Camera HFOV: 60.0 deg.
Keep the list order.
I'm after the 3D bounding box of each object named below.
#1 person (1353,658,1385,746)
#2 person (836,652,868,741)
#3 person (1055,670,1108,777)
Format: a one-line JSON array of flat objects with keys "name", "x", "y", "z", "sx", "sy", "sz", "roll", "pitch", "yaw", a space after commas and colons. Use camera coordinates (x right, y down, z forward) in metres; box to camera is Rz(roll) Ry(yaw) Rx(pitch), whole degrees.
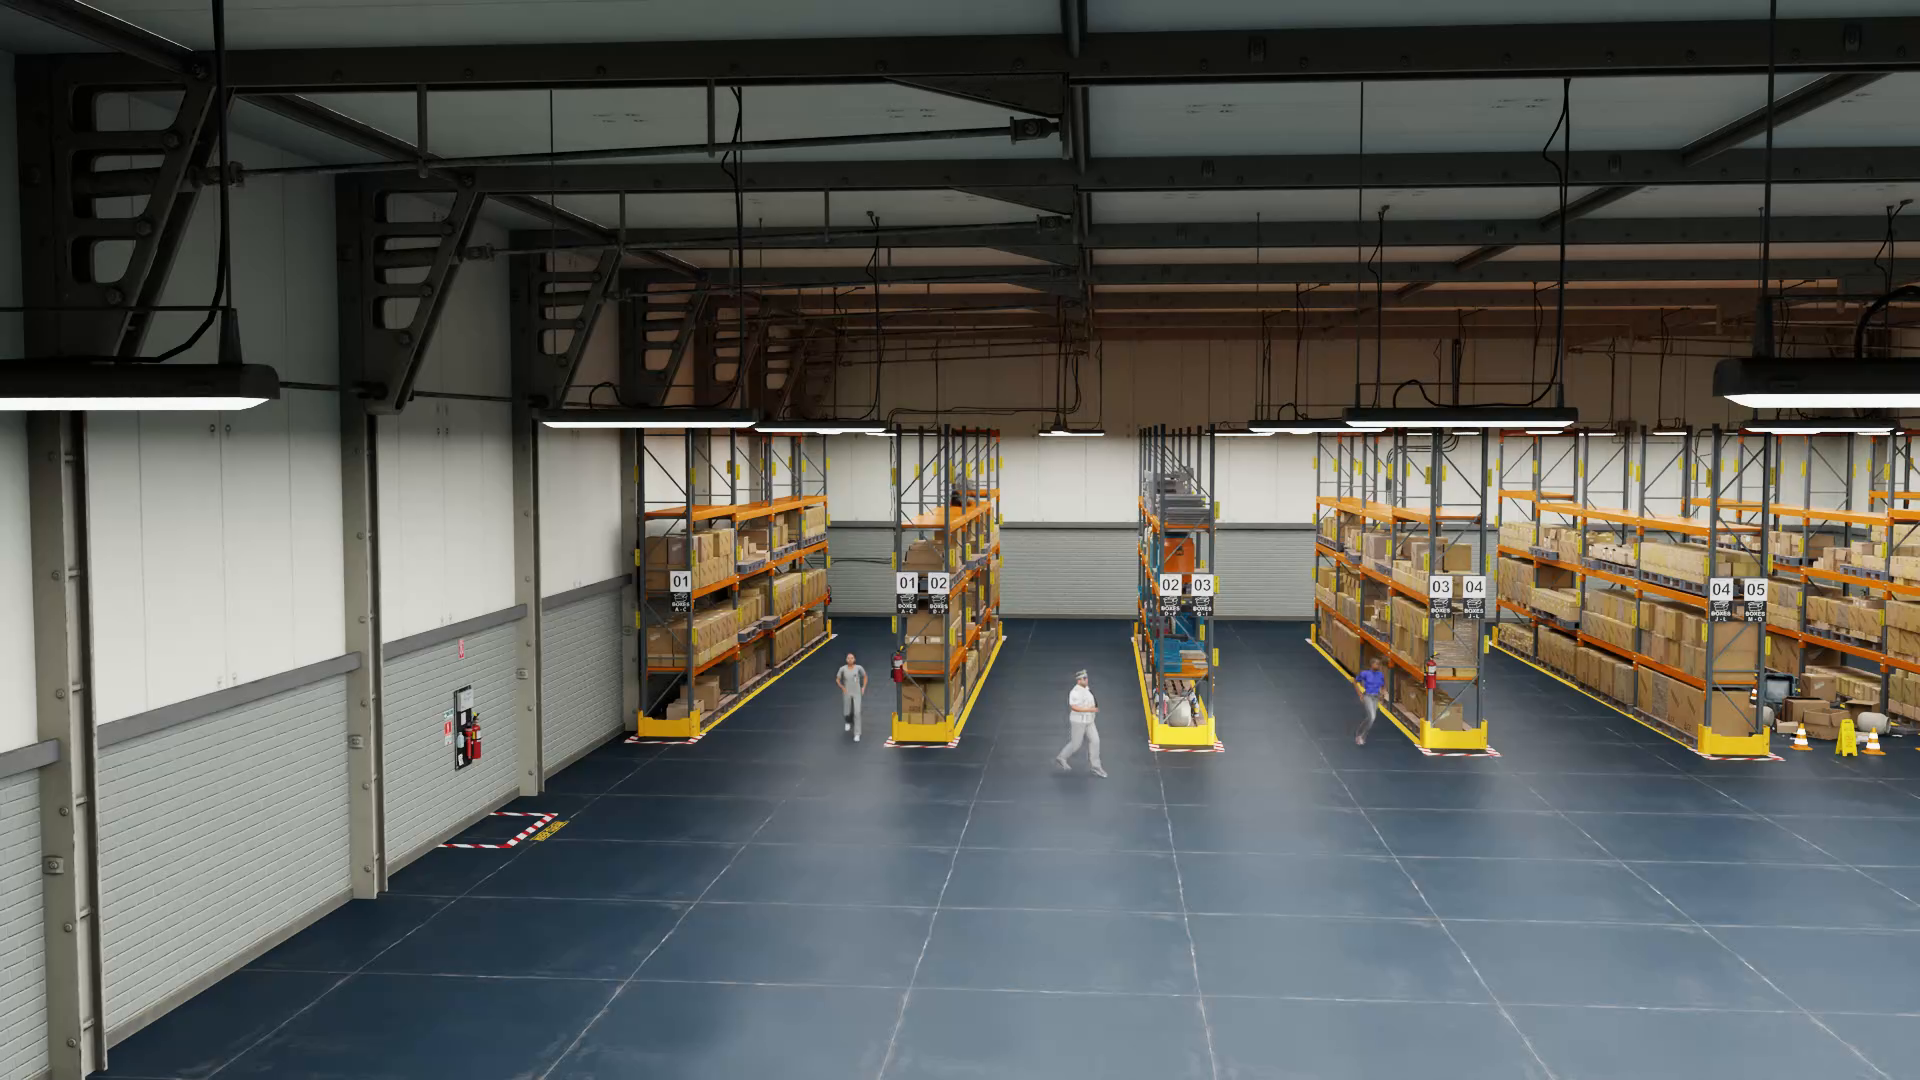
[{"name": "person", "x": 7.693, "y": 3.024, "z": 31.124, "sx": 0.588, "sy": 1.635, "sz": 0.585, "roll": -1, "pitch": 4, "yaw": -22}, {"name": "person", "x": -2.072, "y": 2.973, "z": 31.862, "sx": 0.601, "sy": 1.681, "sz": 0.774, "roll": 0, "pitch": 3, "yaw": -2}, {"name": "person", "x": 2.070, "y": 3.111, "z": 28.352, "sx": 0.932, "sy": 1.820, "sz": 0.669, "roll": 2, "pitch": 4, "yaw": 34}]
